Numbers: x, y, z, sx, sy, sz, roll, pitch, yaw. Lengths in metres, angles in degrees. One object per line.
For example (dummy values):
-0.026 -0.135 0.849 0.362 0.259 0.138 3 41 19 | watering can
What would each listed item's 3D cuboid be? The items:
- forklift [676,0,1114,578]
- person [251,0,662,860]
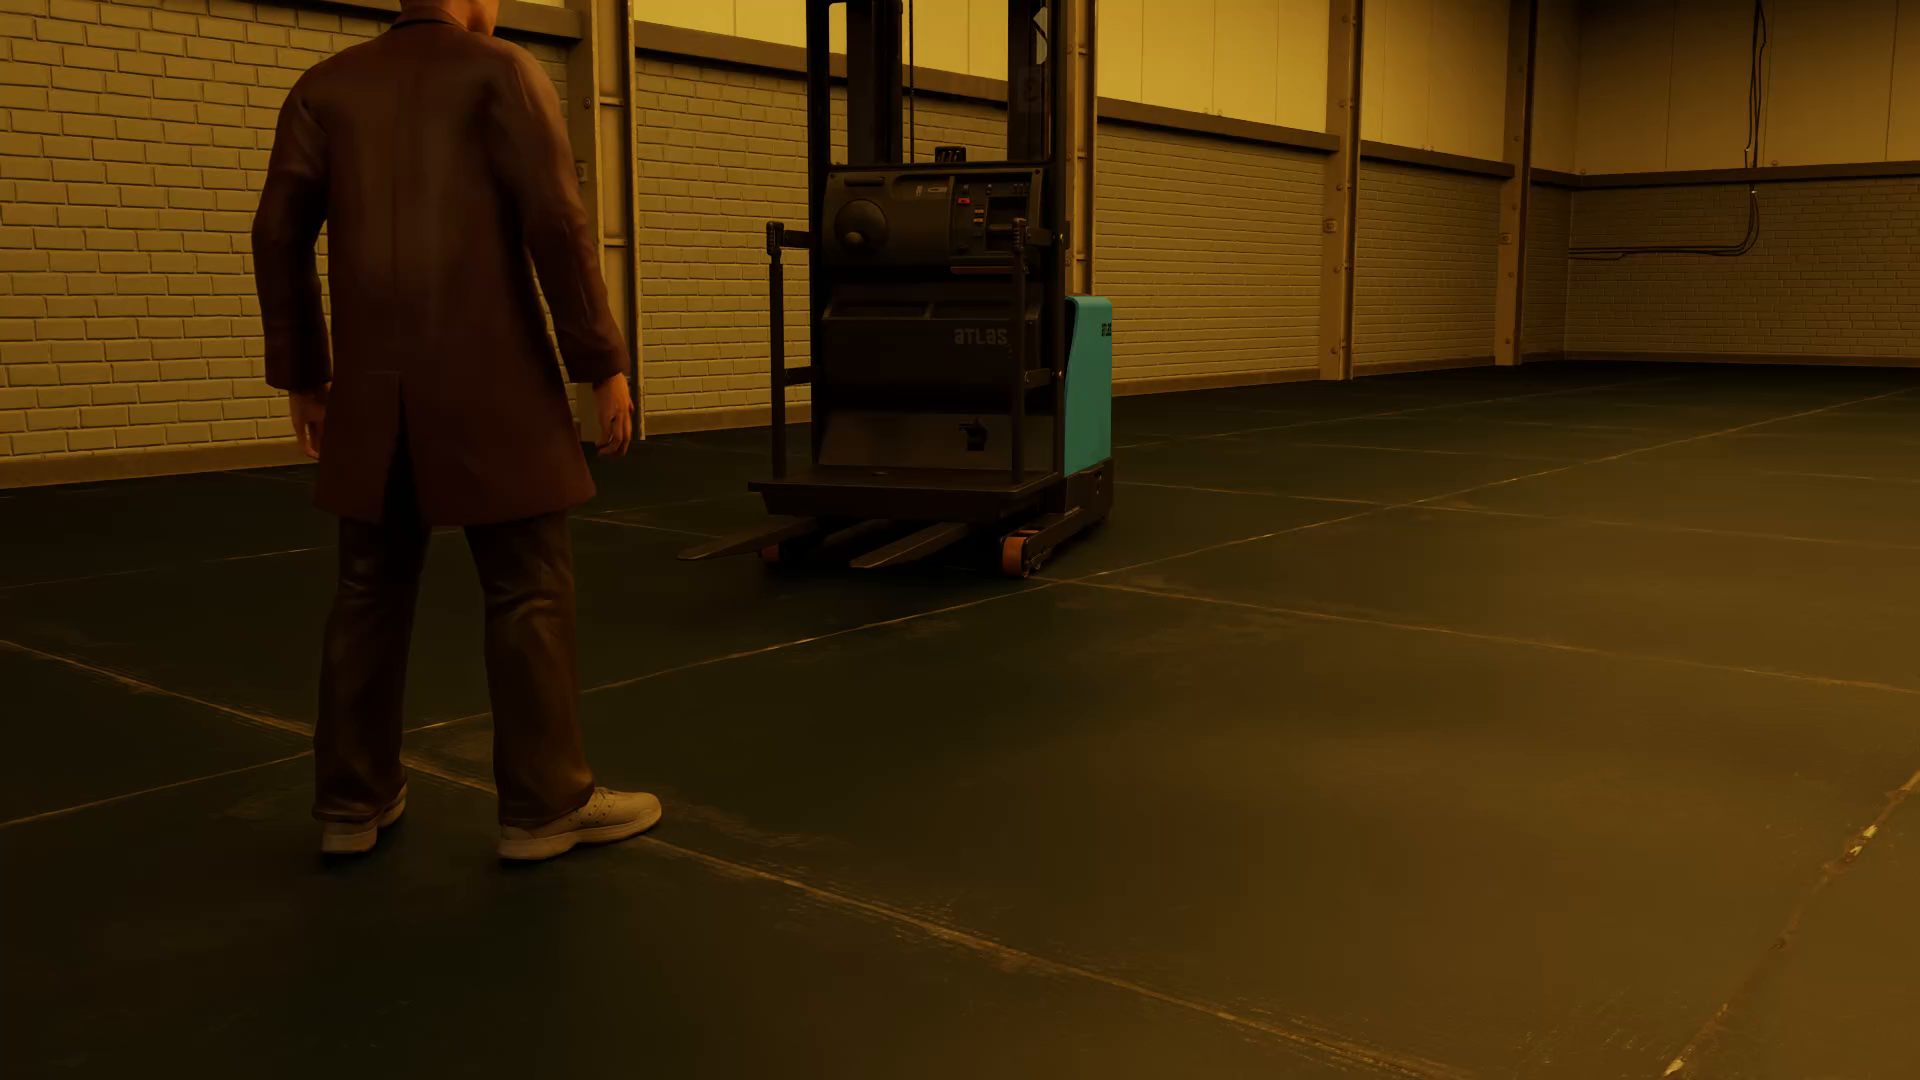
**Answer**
-0.176 -1.366 6.616 1.130 2.935 3.031 3 9 17 | forklift
-0.945 -0.278 3.169 0.718 1.782 0.456 2 9 14 | person
